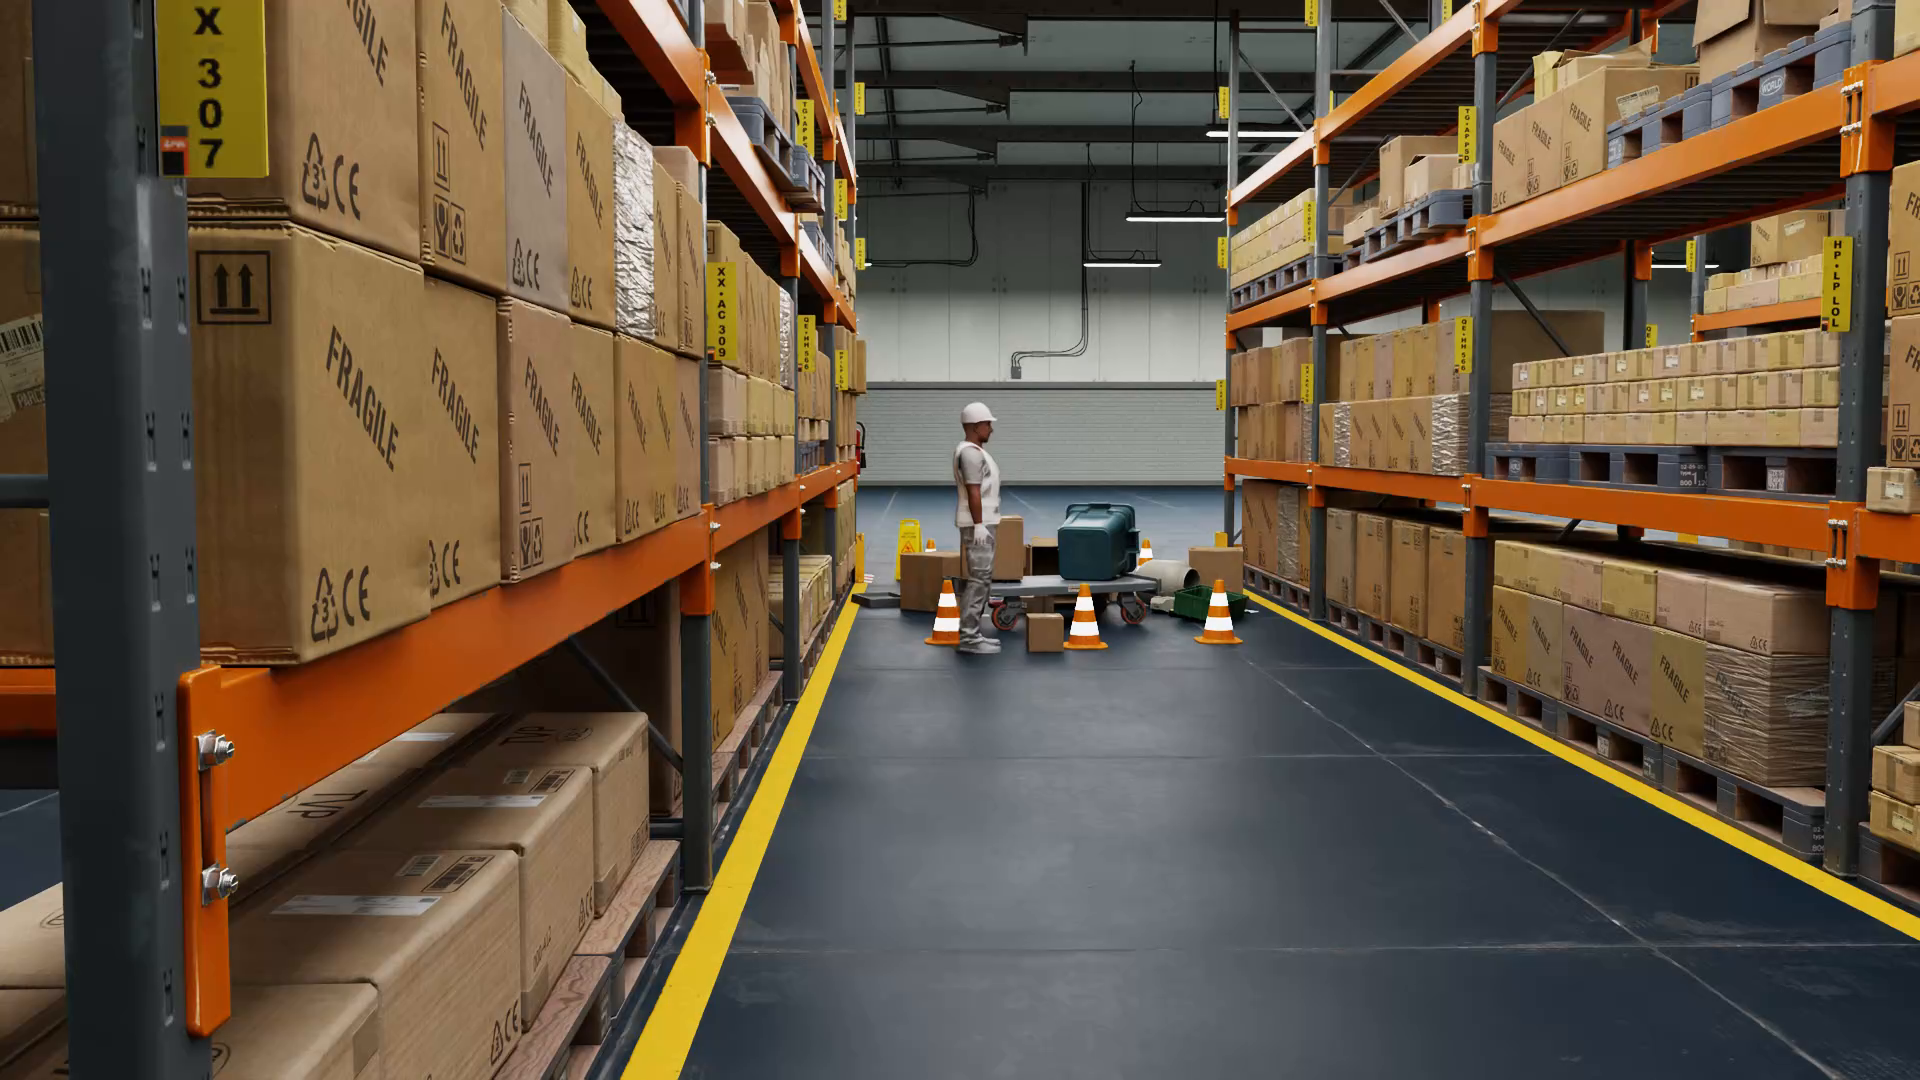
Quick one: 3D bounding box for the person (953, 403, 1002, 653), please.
[{"bbox_3d":[0.123,-0.090,11.990,0.352,1.786,0.547,0,4,-1],"label":"person"}]
